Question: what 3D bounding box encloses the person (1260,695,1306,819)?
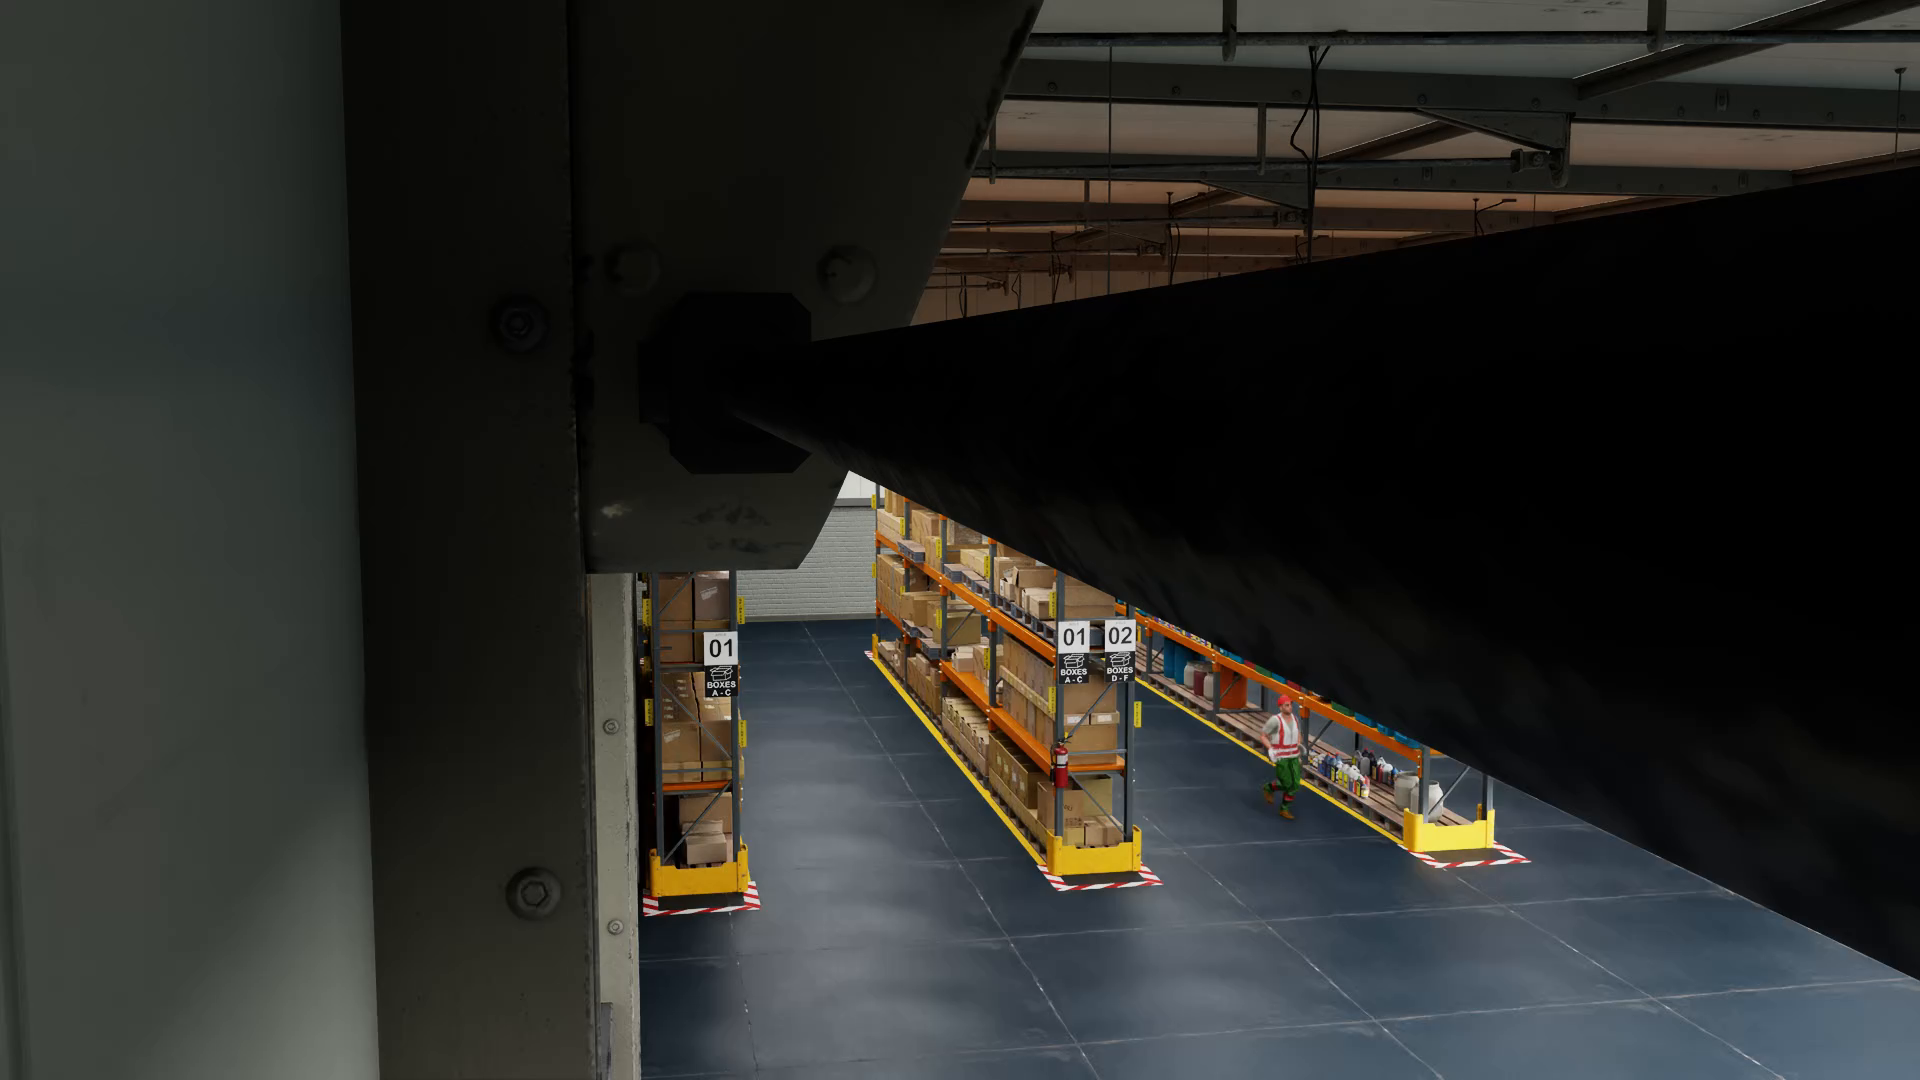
[{"bbox_3d":[4.587,3.057,23.556,0.657,1.743,0.605,-3,7,-26],"label":"person"}]
